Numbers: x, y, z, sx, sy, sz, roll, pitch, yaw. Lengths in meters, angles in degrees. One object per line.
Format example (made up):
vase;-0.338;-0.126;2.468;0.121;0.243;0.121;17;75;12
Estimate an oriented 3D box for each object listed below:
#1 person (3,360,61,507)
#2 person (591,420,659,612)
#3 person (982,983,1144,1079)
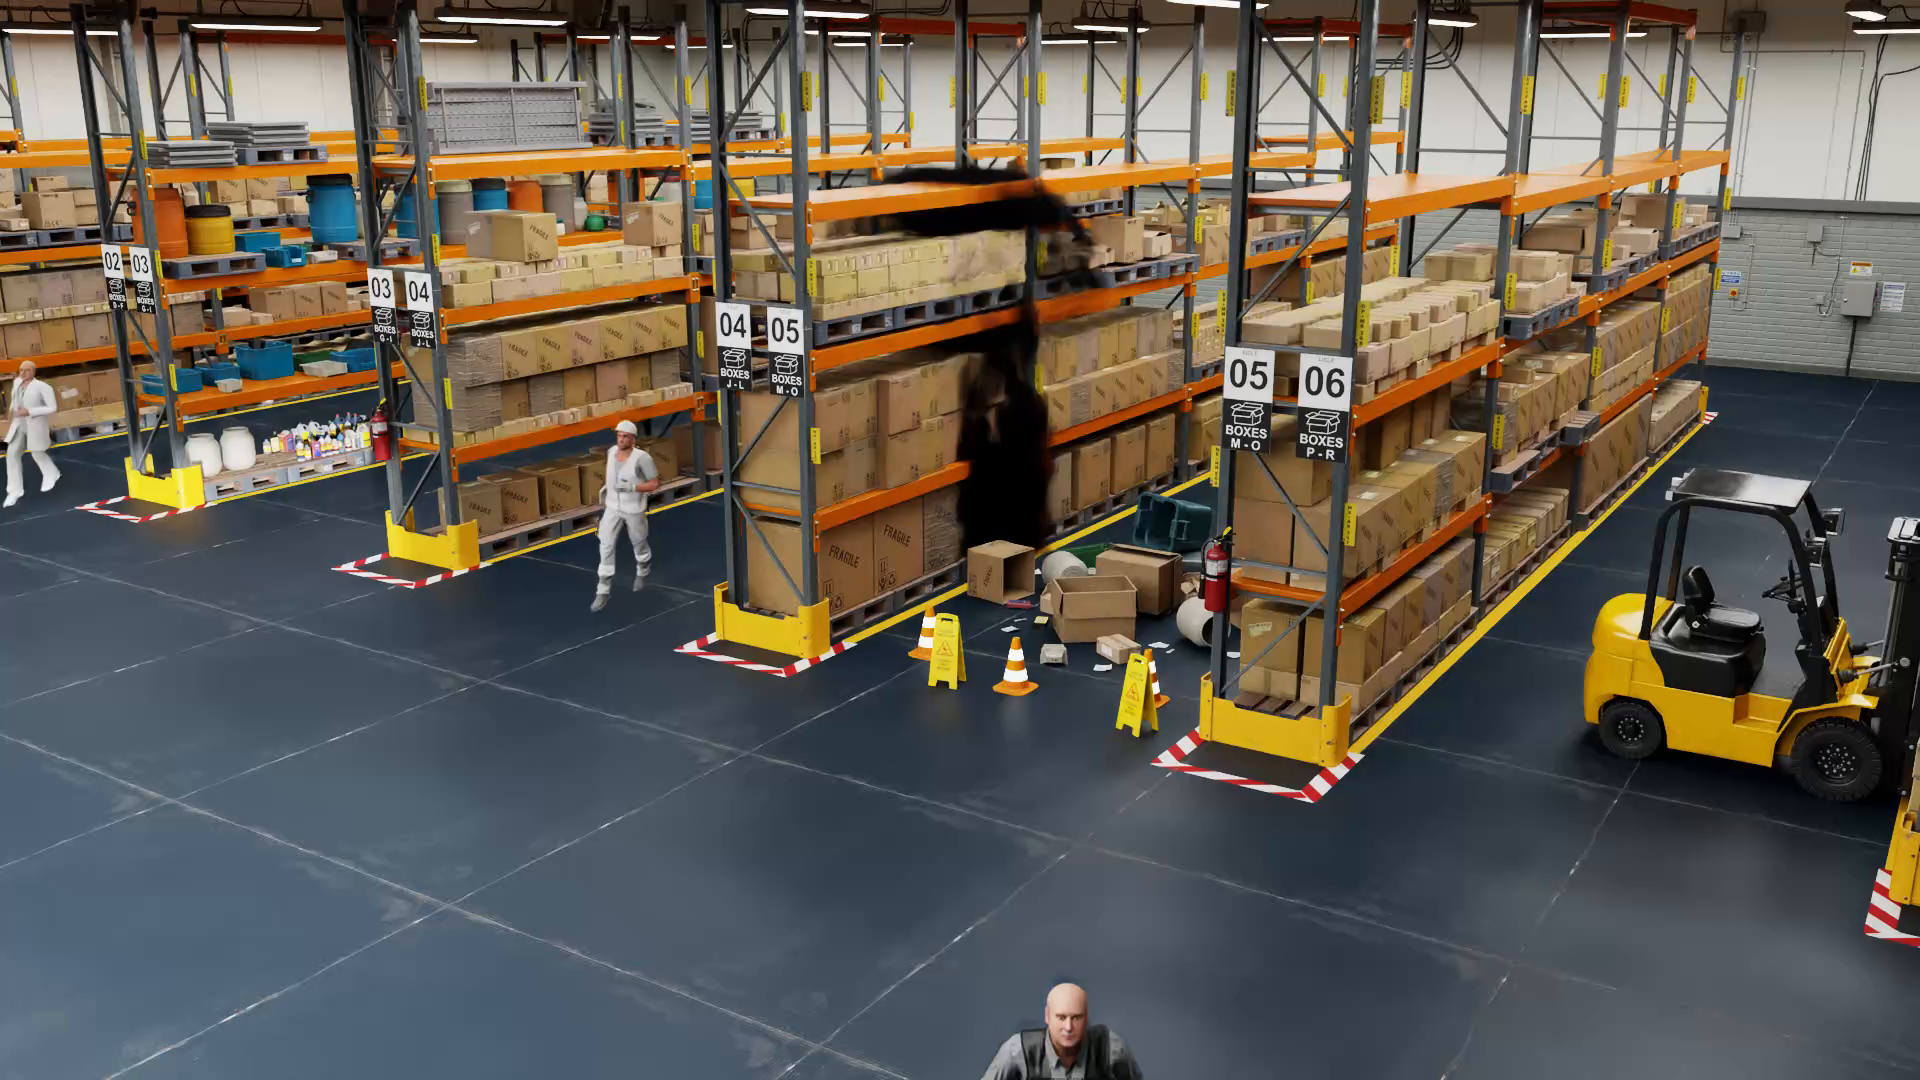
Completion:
person;-11.606;-1.370;20.921;0.720;1.820;0.952;2;16;7
person;-3.186;-0.281;15.983;0.662;1.778;1.001;4;16;14
person;0.428;2.565;6.897;0.669;1.705;0.791;0;16;-1
